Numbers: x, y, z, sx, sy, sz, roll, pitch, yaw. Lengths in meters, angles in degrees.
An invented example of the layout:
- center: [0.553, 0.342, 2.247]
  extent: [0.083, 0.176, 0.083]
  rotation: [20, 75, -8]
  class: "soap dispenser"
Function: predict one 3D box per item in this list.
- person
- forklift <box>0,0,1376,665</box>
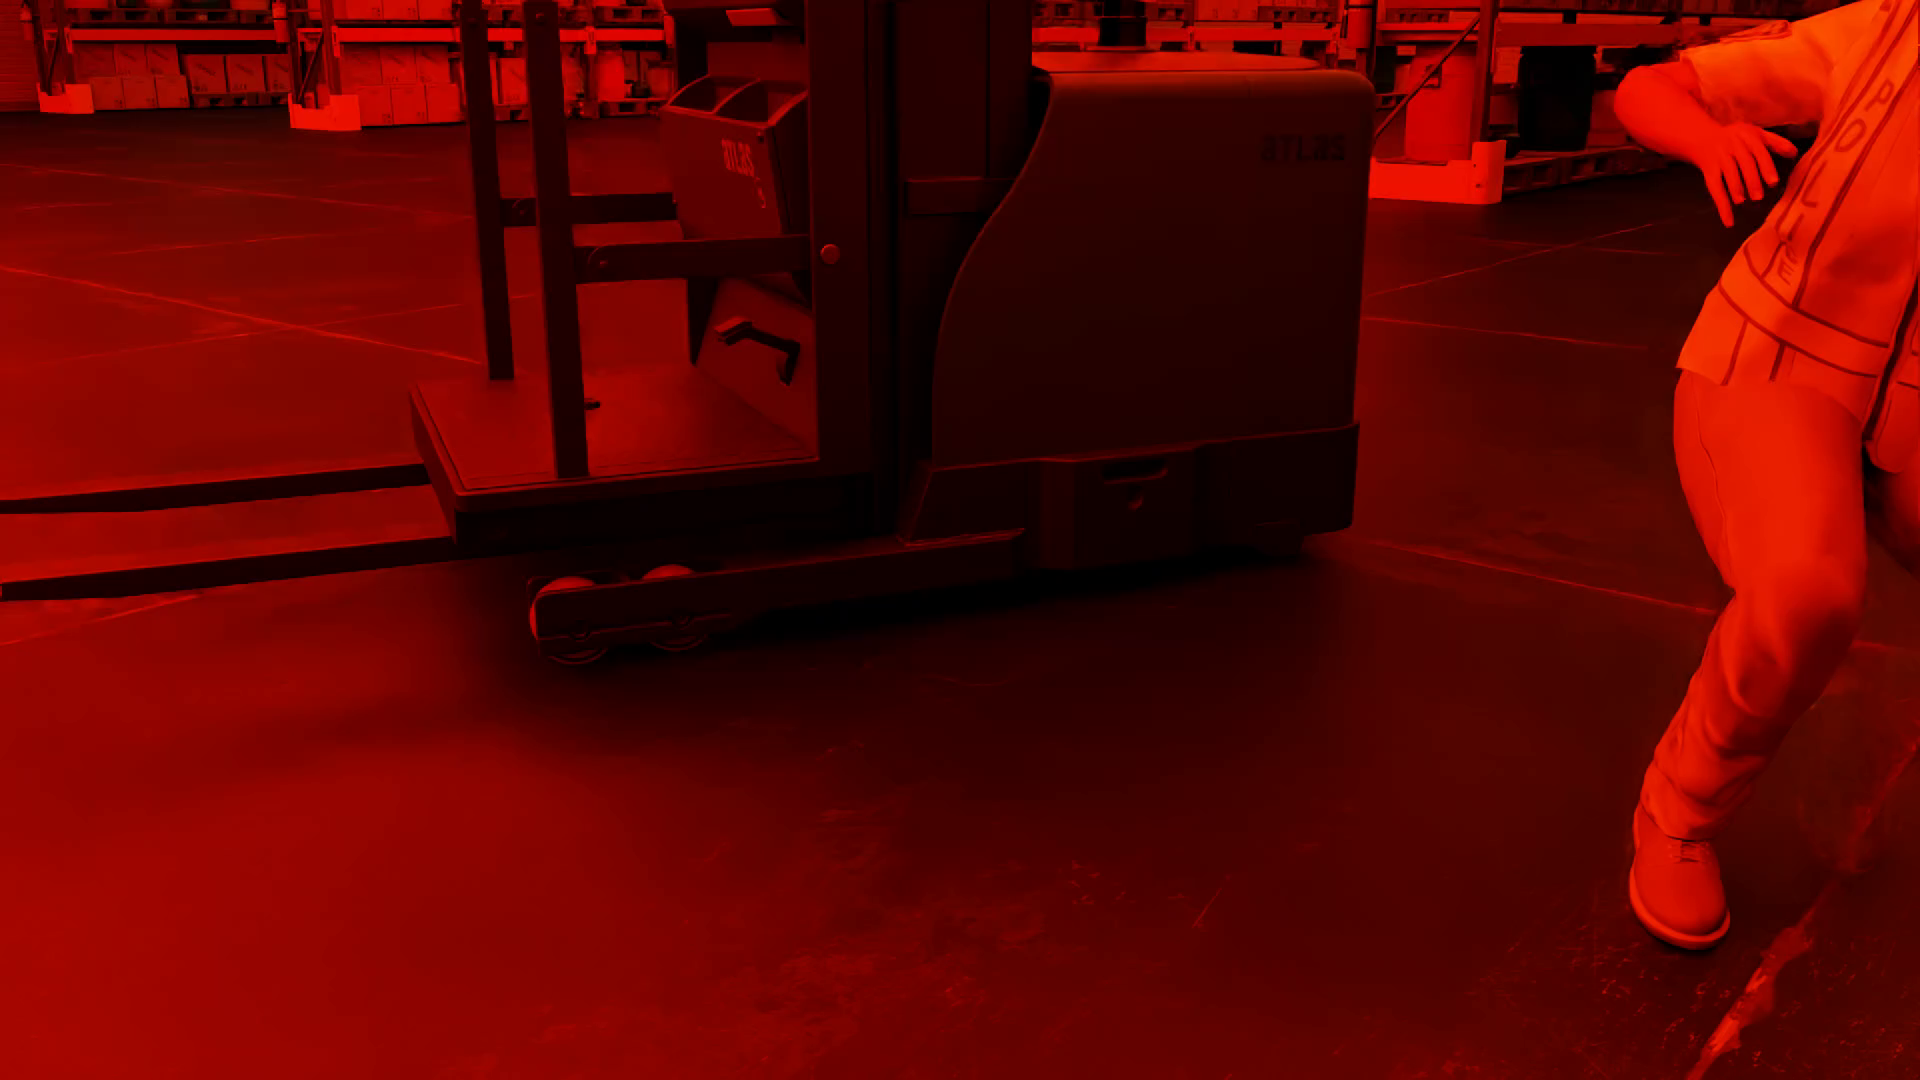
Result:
- center: [1.172, -0.135, 2.045]
  extent: [0.739, 1.412, 0.909]
  rotation: [4, 17, 14]
  class: "person"
- center: [-0.662, -1.338, 3.304]
  extent: [3.031, 2.935, 1.130]
  rotation: [-7, 18, -21]
  class: "forklift"
